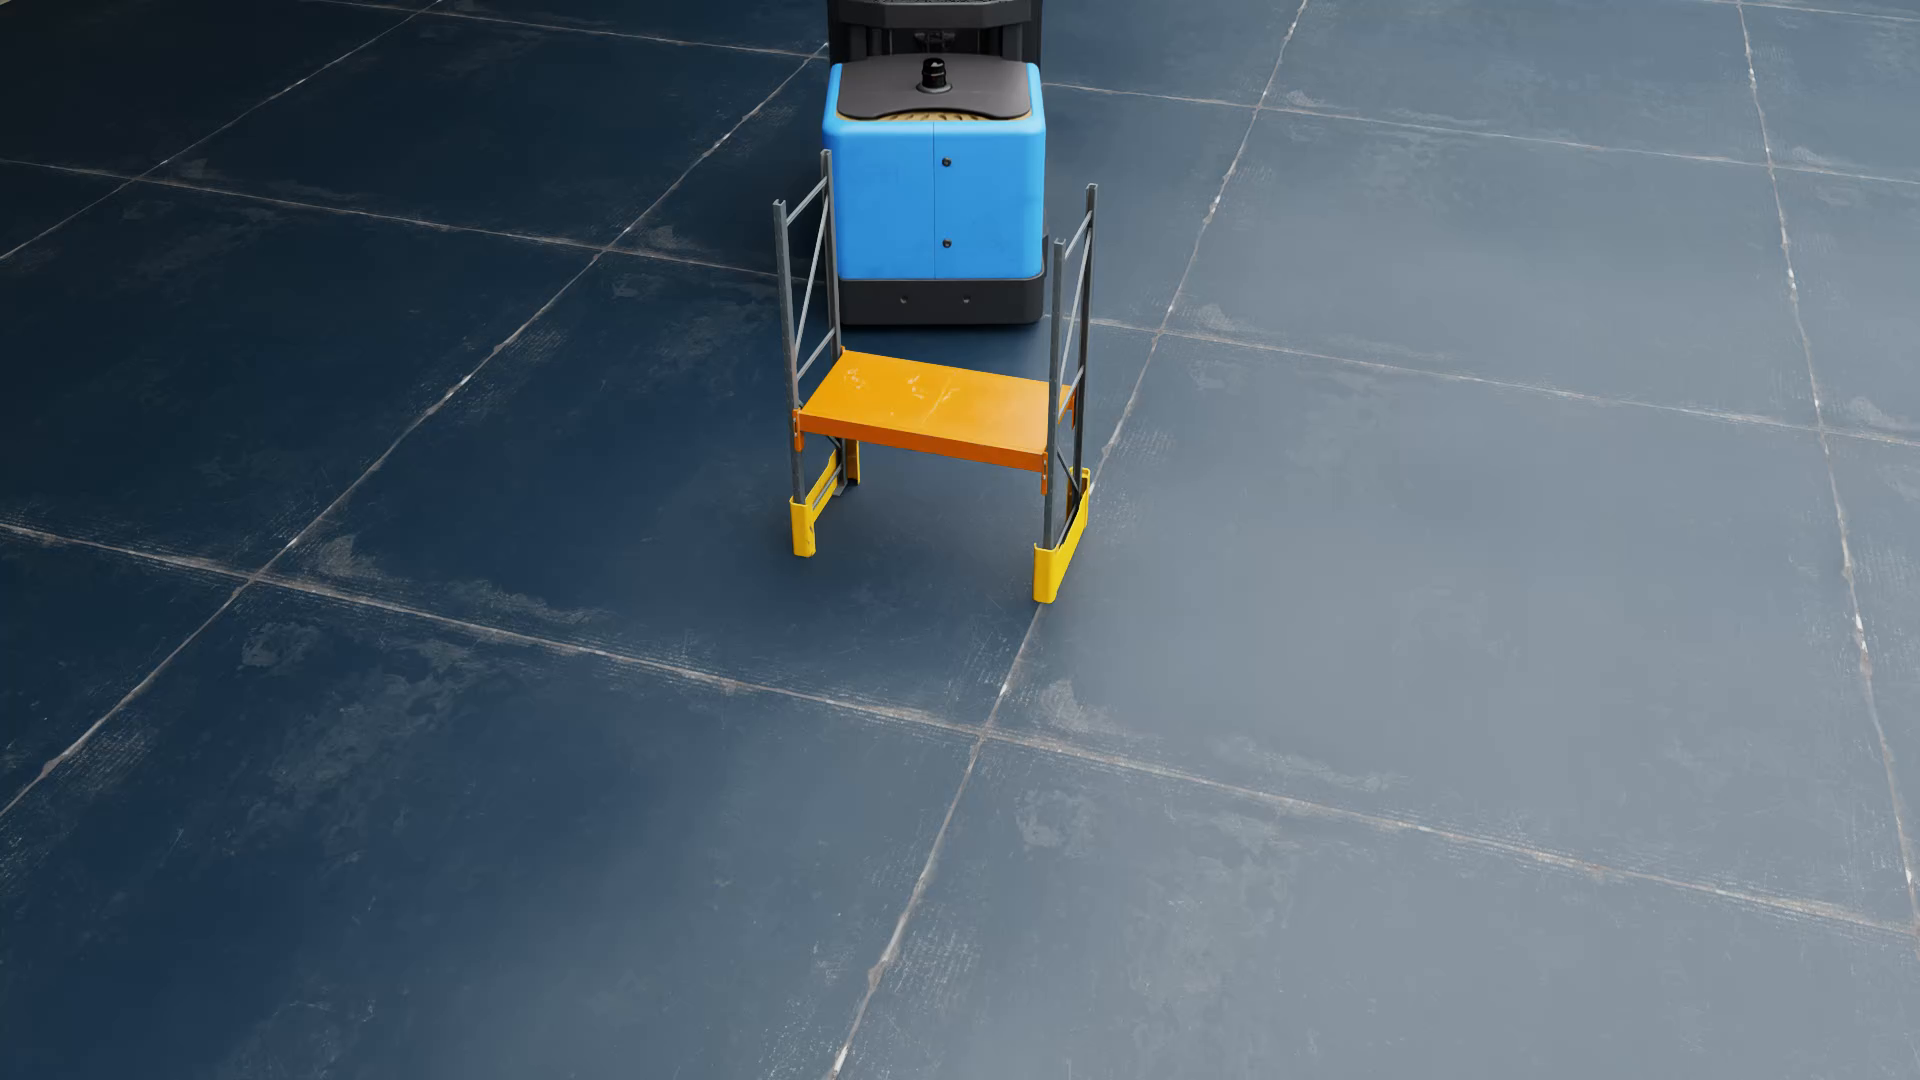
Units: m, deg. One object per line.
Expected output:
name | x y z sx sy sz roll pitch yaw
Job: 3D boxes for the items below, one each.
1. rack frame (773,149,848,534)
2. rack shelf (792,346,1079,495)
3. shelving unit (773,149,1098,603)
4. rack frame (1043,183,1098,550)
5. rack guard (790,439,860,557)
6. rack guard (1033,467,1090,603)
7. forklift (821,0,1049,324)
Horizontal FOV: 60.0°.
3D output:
rack frame | -0.567 -0.709 6.448 0.032 1.500 0.500 10 38 14
rack shelf | -0.081 -0.474 6.433 1.000 0.185 0.538 10 38 14
shelving unit | -0.073 -0.618 6.324 1.083 1.500 0.587 10 38 14
rack frame | 0.404 -0.529 6.204 0.032 1.500 0.500 10 38 14
rack guard | -0.548 -0.202 6.814 0.087 0.250 0.587 10 38 14
rack guard | 0.403 -0.026 6.575 0.087 0.250 0.587 10 38 14
forklift | -0.129 -3.064 8.440 1.130 2.935 3.031 0 36 0
